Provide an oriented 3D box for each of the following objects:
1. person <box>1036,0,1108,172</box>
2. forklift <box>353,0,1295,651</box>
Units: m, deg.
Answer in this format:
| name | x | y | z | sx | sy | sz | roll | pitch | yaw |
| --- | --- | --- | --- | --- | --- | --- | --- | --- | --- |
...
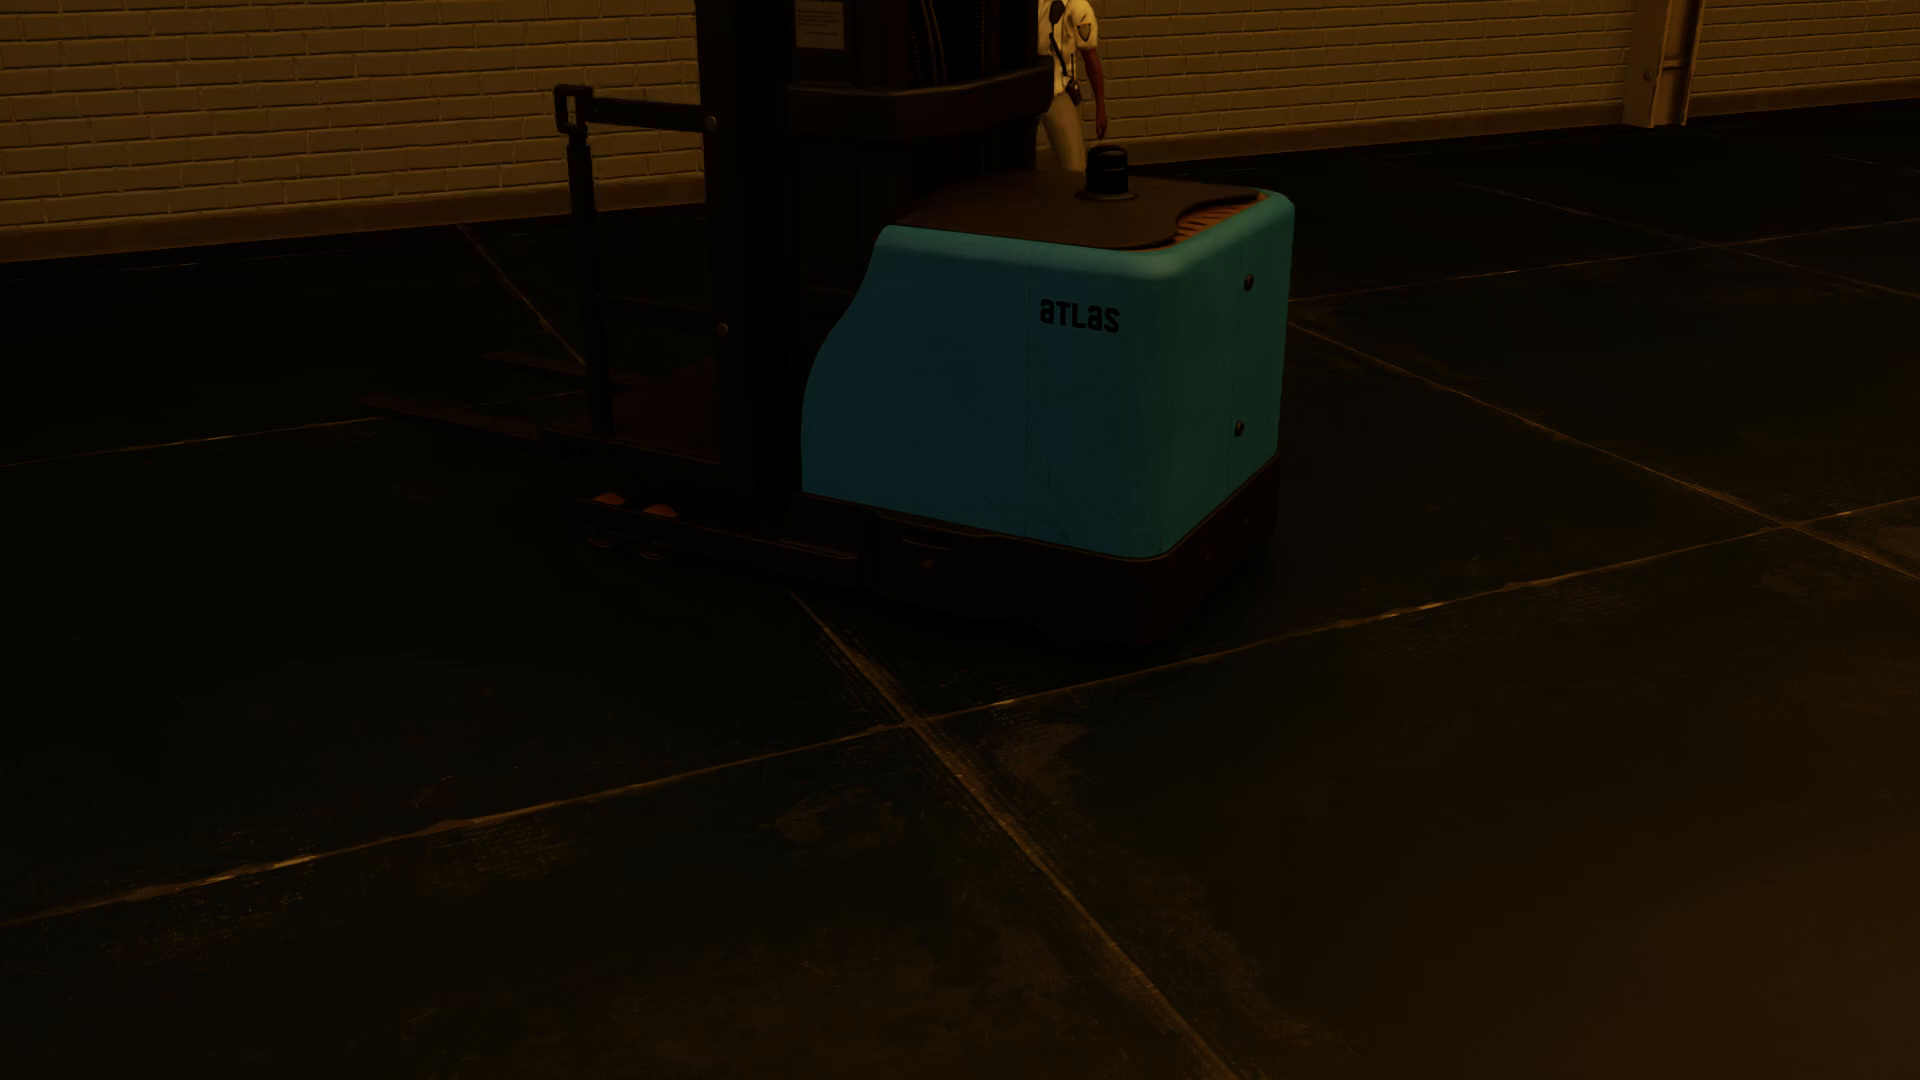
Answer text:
| name | x | y | z | sx | sy | sz | roll | pitch | yaw |
| --- | --- | --- | --- | --- | --- | --- | --- | --- | --- |
| person | 0.420 | -2.146 | 8.226 | 0.812 | 1.637 | 0.421 | 10 | 25 | 22 |
| forklift | -0.588 | -1.455 | 4.790 | 3.031 | 2.935 | 1.130 | 12 | 25 | 26 |
